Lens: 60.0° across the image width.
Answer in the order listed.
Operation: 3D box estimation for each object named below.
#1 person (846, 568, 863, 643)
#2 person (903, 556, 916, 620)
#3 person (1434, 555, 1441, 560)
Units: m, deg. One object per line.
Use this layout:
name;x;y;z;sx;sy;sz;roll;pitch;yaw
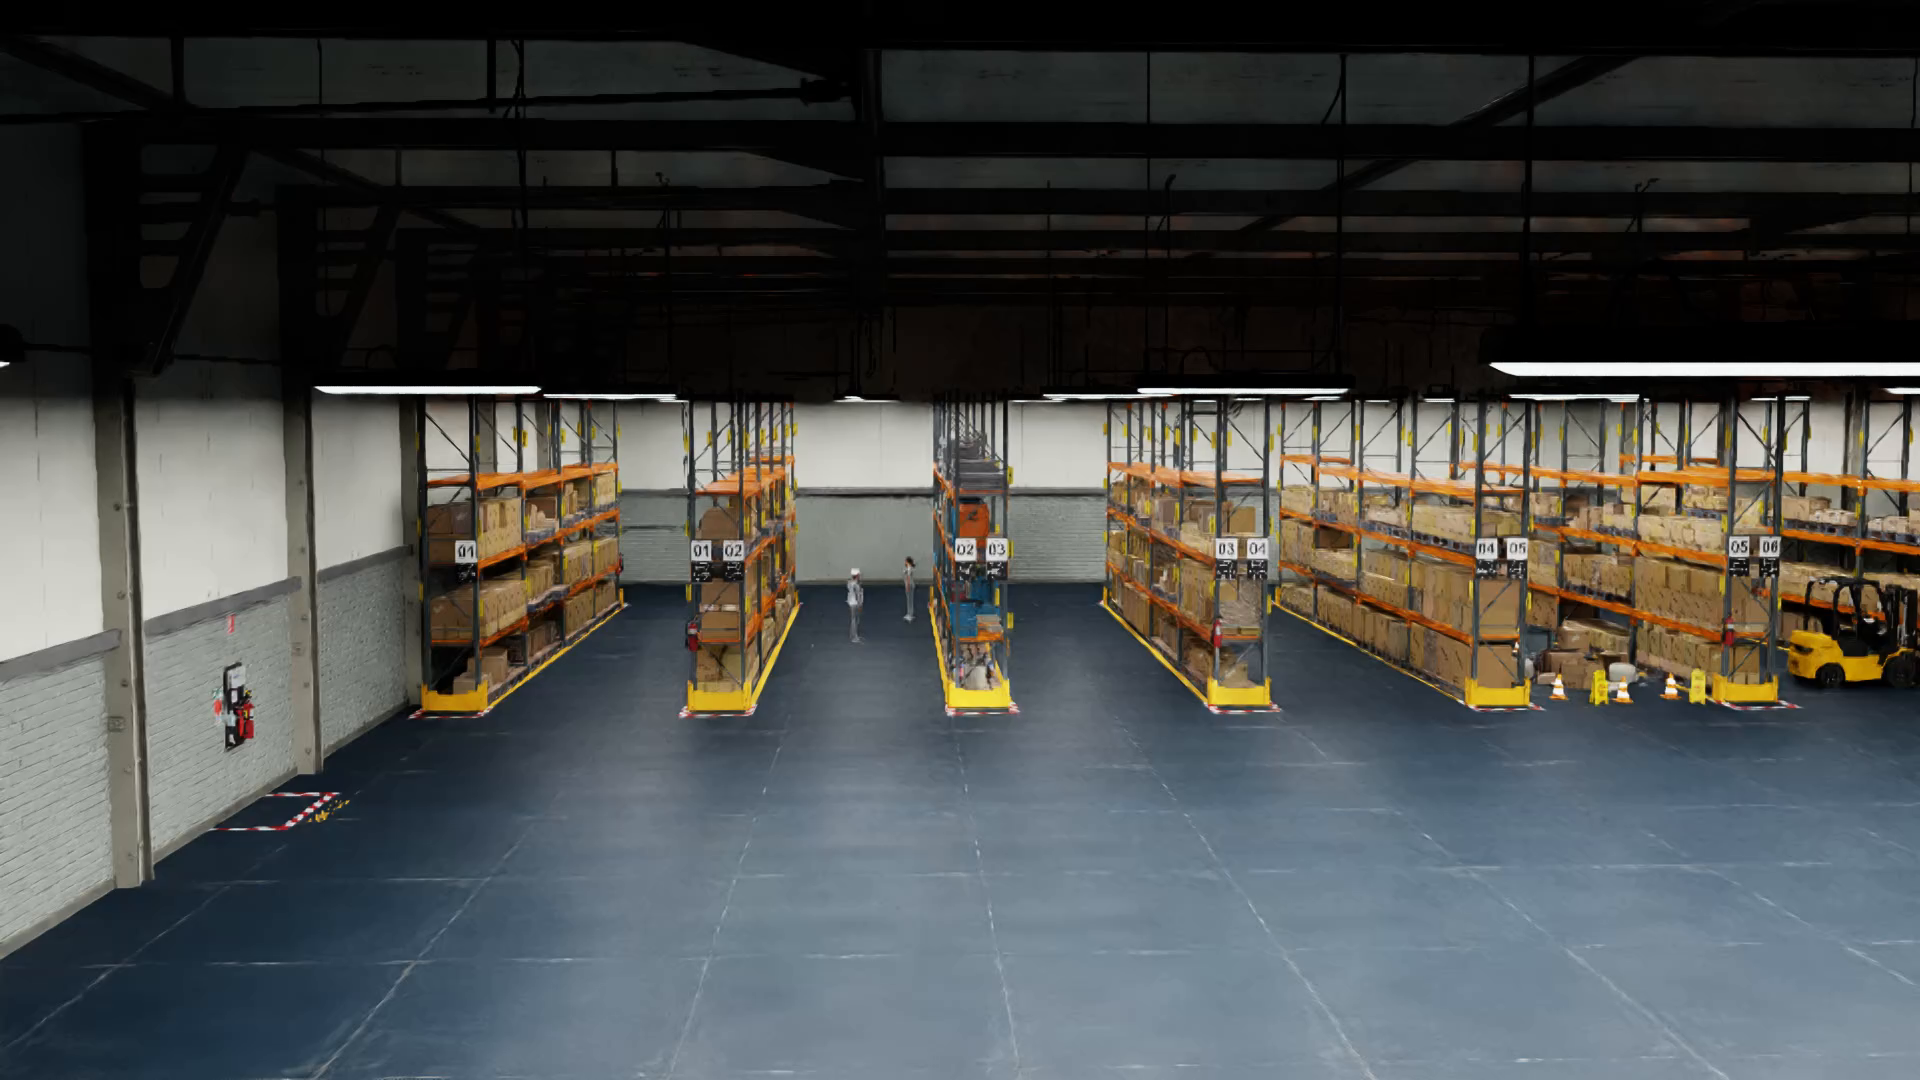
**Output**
person;-2.483;1.559;40.051;0.463;1.774;0.598;-2;5;-24
person;-1.361;1.268;44.251;0.382;1.673;0.563;1;5;7
person;13.272;1.099;46.337;0.550;1.666;0.579;2;5;24
